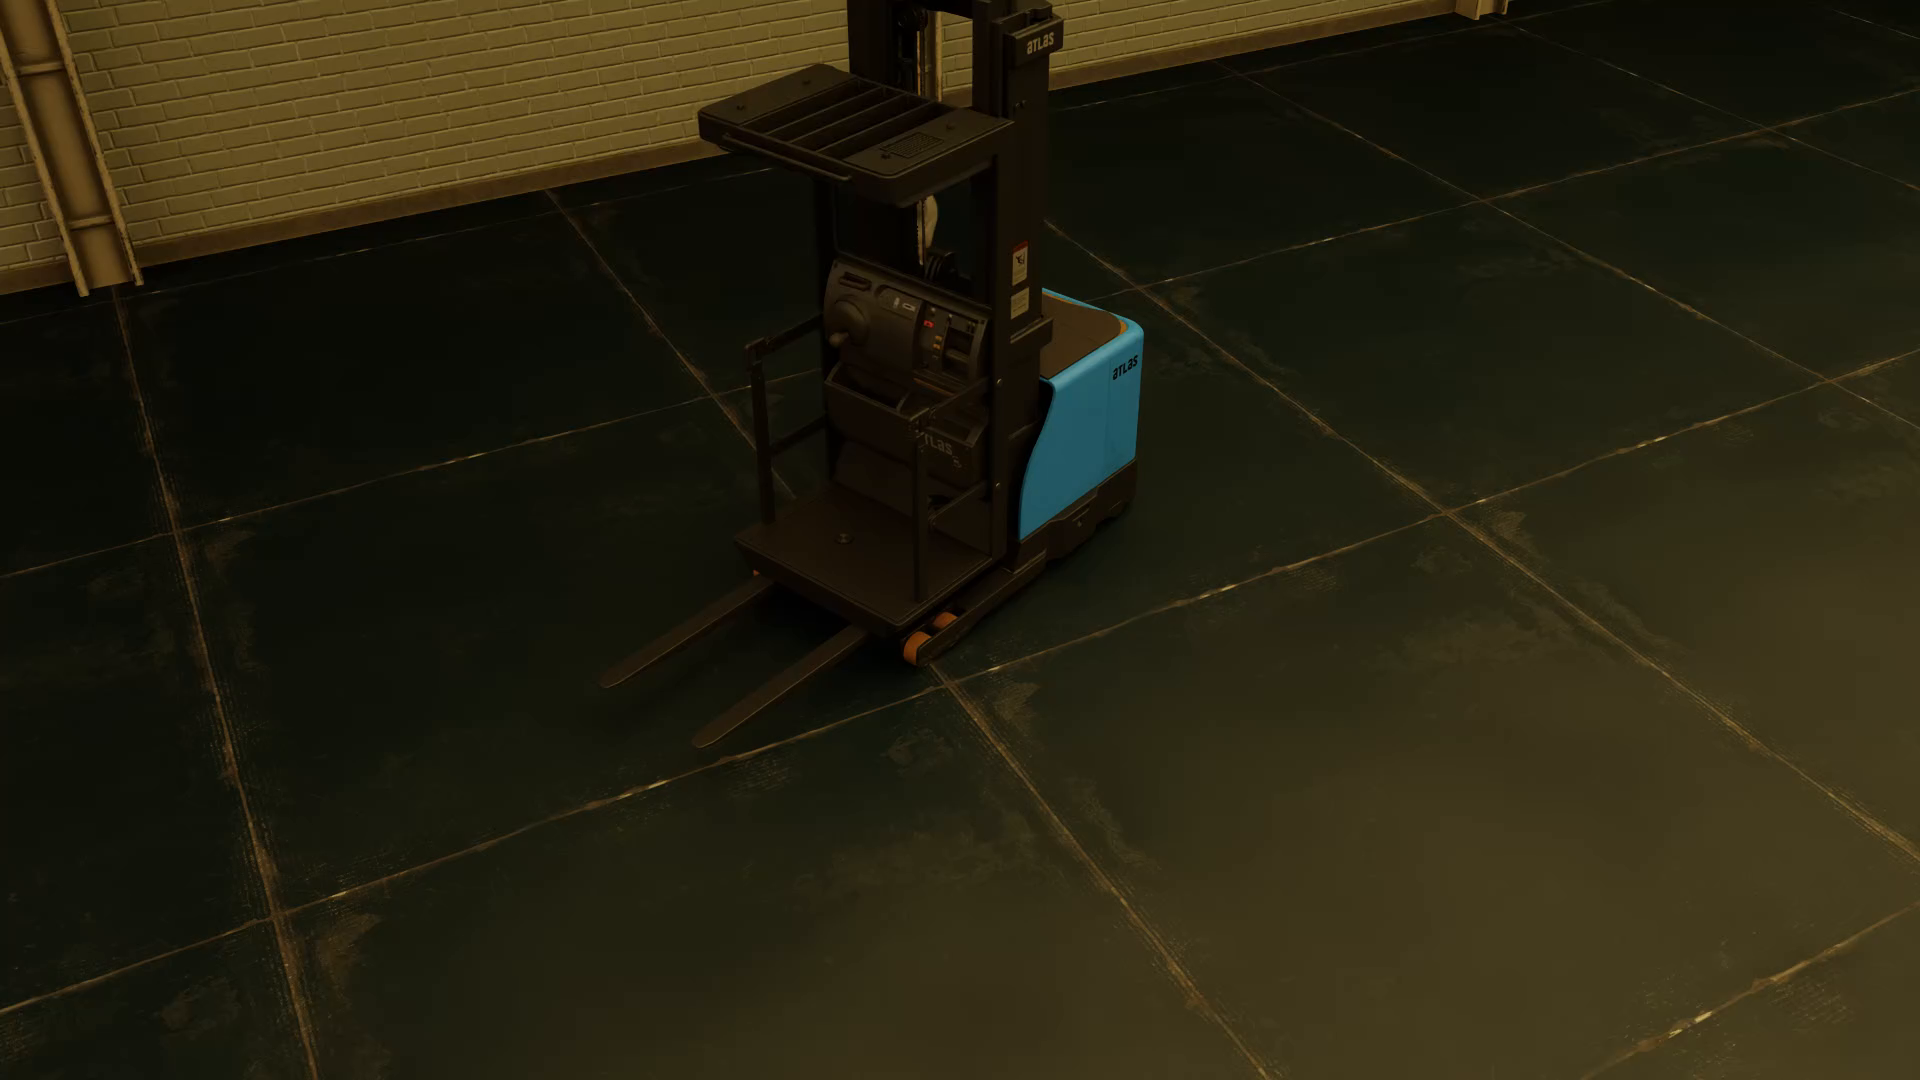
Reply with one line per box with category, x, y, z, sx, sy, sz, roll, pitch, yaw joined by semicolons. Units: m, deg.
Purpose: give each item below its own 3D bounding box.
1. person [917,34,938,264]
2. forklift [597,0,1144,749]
person;-0.347;-2.487;10.776;0.476;1.639;0.697;-11;37;-16
forklift;-0.390;-0.927;7.434;1.130;2.935;3.031;26;43;31
